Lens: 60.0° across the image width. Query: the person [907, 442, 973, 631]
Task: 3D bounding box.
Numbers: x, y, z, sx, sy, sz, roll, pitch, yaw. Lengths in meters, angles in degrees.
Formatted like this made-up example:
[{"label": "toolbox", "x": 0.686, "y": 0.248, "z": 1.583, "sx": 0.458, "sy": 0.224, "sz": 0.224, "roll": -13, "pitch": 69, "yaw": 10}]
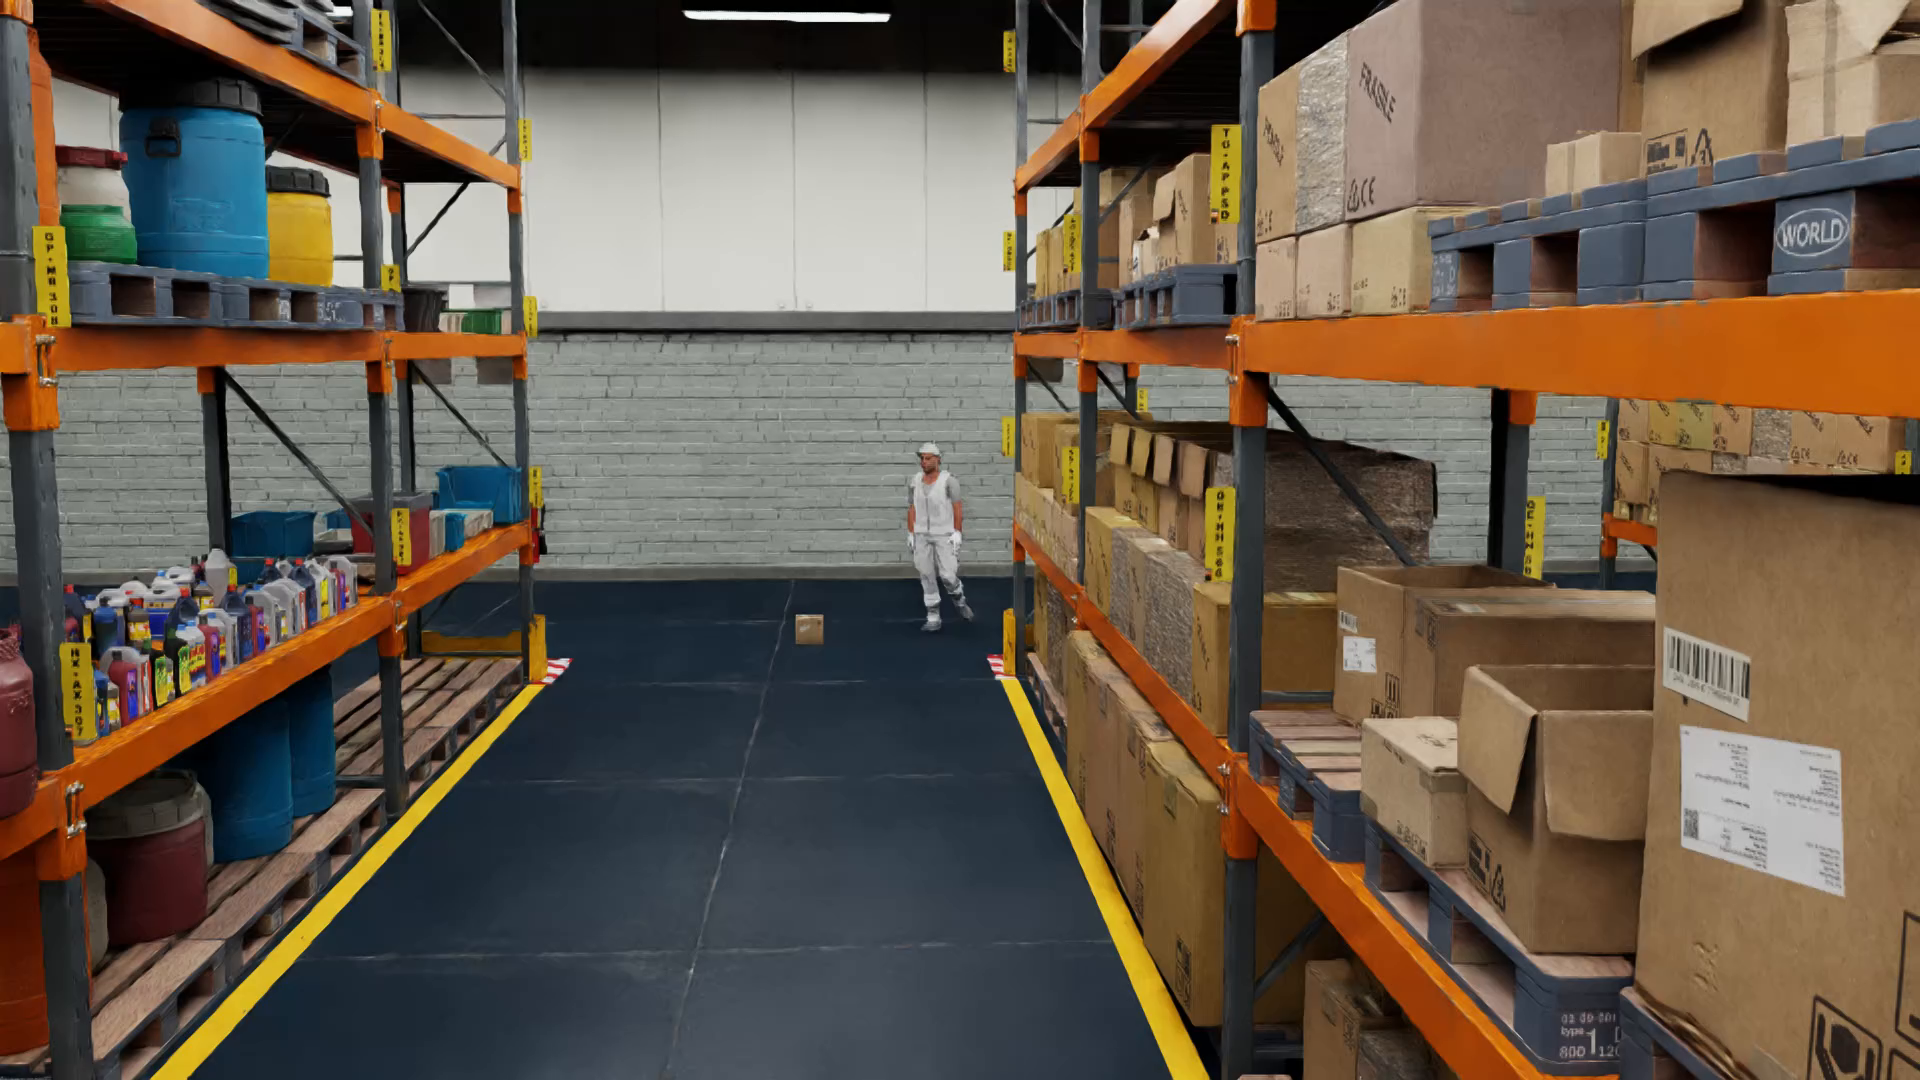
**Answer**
[{"label": "person", "x": -0.214, "y": -0.038, "z": 15.805, "sx": 0.576, "sy": 1.785, "sz": 0.607, "roll": 3, "pitch": 7, "yaw": 23}]
